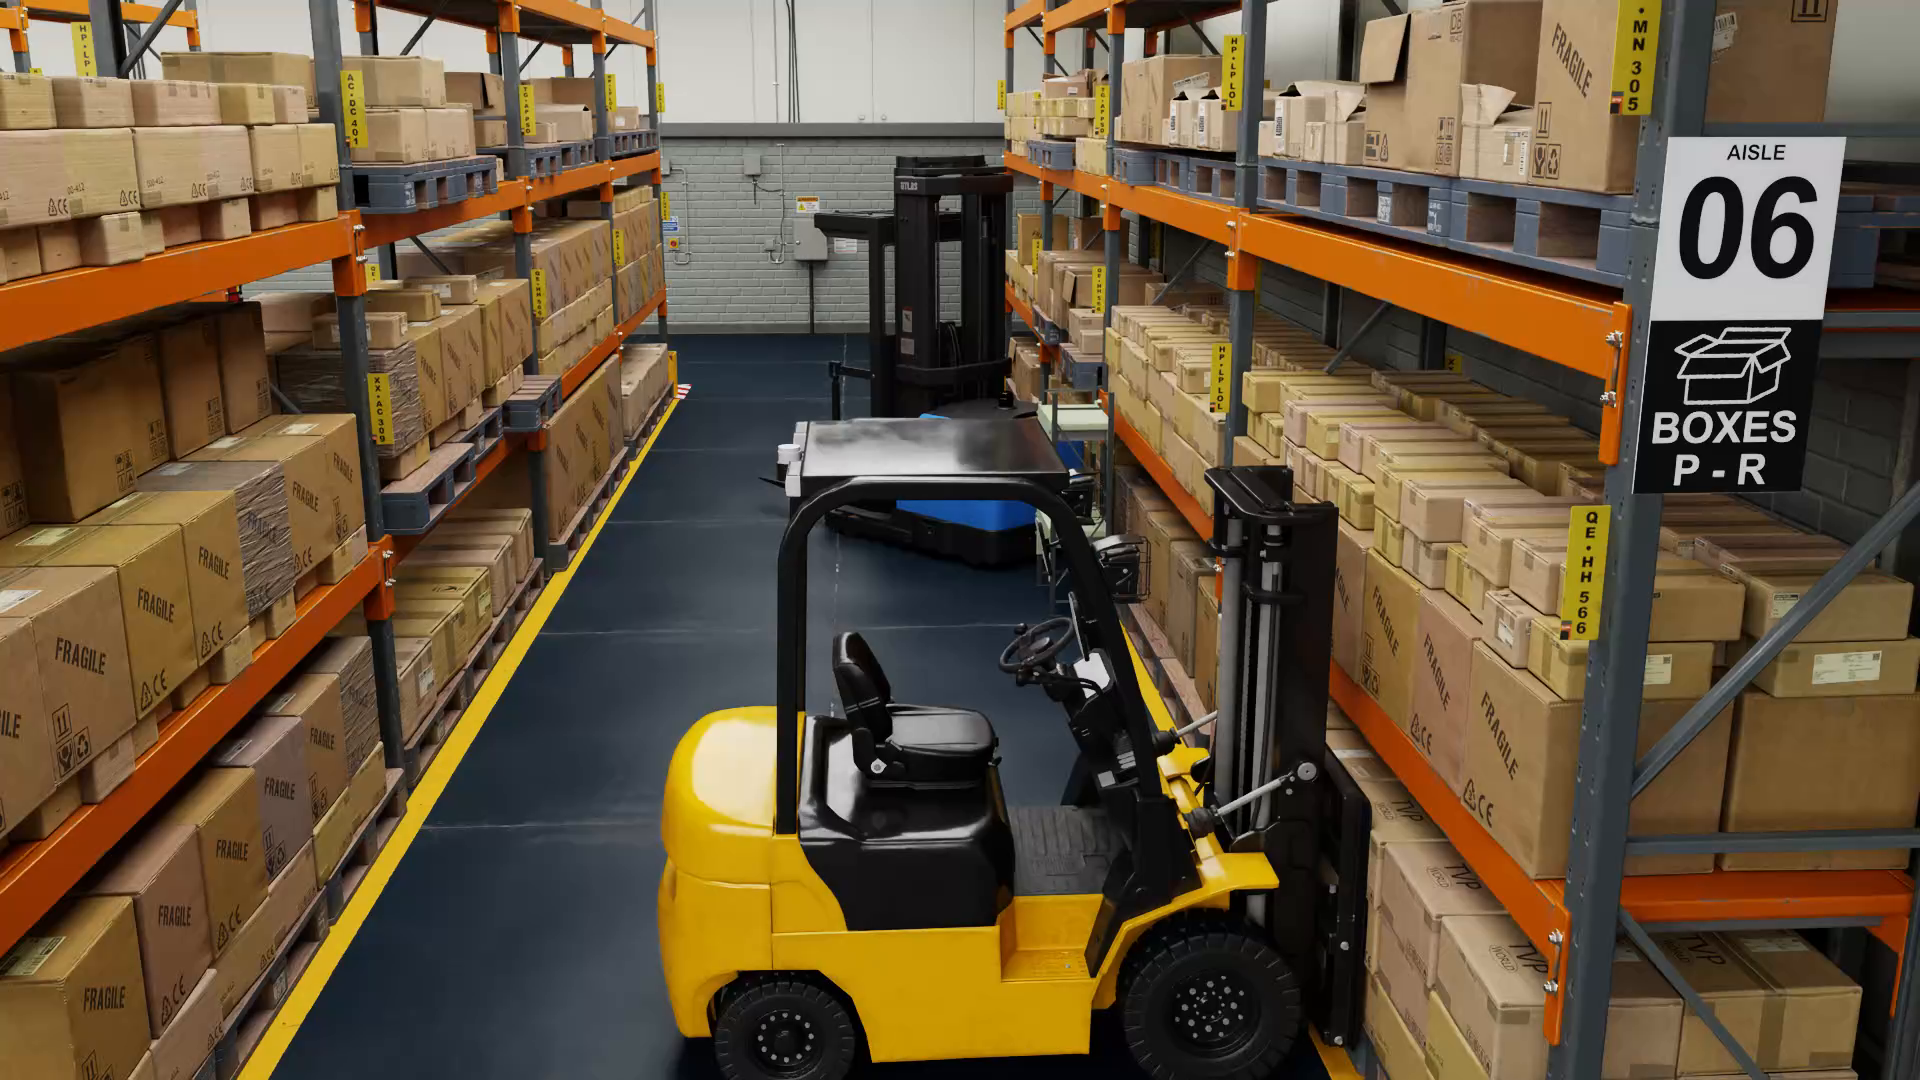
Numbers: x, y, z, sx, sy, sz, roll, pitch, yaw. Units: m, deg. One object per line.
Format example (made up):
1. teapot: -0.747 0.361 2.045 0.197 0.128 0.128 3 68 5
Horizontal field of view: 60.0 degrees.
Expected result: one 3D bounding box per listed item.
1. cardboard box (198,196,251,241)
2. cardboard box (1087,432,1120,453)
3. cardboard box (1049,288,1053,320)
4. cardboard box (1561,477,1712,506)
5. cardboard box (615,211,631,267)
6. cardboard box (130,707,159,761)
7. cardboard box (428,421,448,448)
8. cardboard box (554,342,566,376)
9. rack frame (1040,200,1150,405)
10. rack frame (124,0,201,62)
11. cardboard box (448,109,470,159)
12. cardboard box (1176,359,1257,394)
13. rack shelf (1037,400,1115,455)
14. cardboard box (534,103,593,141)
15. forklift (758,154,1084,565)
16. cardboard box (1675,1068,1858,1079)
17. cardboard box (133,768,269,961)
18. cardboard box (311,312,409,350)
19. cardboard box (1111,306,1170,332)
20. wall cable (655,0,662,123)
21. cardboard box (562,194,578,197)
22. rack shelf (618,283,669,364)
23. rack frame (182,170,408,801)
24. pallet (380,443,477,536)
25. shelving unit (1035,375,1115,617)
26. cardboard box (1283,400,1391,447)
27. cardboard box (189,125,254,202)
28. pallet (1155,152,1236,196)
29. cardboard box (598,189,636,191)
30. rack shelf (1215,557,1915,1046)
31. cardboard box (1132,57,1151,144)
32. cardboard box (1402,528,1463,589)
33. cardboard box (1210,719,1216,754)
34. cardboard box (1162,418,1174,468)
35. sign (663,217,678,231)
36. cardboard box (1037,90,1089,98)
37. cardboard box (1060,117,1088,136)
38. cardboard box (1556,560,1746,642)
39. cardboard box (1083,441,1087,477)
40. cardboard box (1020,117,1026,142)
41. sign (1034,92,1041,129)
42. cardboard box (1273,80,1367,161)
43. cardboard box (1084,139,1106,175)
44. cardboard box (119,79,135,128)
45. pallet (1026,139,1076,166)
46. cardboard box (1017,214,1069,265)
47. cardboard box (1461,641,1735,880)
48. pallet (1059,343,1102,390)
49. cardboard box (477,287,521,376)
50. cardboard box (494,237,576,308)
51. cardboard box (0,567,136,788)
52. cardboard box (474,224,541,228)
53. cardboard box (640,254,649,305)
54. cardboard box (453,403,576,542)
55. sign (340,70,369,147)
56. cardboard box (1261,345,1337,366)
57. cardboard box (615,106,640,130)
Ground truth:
1. cardboard box: -2.816 -1.169 6.035 0.380 0.149 0.250 0 14 -2
2. cardboard box: 1.185 -0.734 12.730 0.380 0.149 0.250 -2 15 -6
3. cardboard box: 0.972 -2.022 14.292 0.396 0.266 0.258 0 14 -1
4. cardboard box: 2.150 -0.102 5.304 0.380 0.149 0.250 0 14 -2
5. cardboard box: -3.498 -2.938 16.219 0.500 0.500 0.500 -1 14 -4
6. cardboard box: -2.741 0.603 5.166 0.380 0.149 0.250 -1 14 -2
7. cardboard box: -2.983 -0.588 8.954 0.380 0.149 0.250 -1 14 -3
8. cardboard box: -3.266 -1.343 12.528 0.500 0.250 0.500 -1 14 -5
9. rack frame: 1.269 -2.235 15.694 1.000 3.000 0.127 -1 14 -3
10. rack frame: -8.867 -5.956 18.117 1.000 3.000 0.127 -1 14 -3
11. cardboard box: -2.911 -2.154 8.817 0.500 0.250 0.500 -1 14 -4
12. cardboard box: 1.376 -0.879 8.919 0.380 0.149 0.250 -1 14 -5
13. rack shelf: 0.767 -0.689 11.128 0.431 0.370 0.720 -1 14 -4
14. cardboard box: -3.421 -3.555 14.138 0.500 0.311 0.500 -1 14 -3
15. forklift: -0.435 -1.531 13.095 1.130 2.935 3.031 -14 20 -42
16. cardboard box: 2.190 1.515 4.790 0.500 0.250 0.500 -1 14 -2
17. cardboard box: -2.778 1.126 5.800 0.500 0.500 0.500 -1 14 -2
18. cardboard box: -2.866 -1.000 7.953 0.380 0.149 0.250 -1 14 -4
19. cardboard box: 1.242 -1.519 11.408 0.380 0.149 0.250 0 14 -2
20. wall cable: -4.567 -7.468 23.993 0.463 3.000 0.029 -1 14 -3
21. cardboard box: -4.038 -3.395 16.693 0.380 0.149 0.250 -1 14 -5
22. rack shelf: -3.809 -2.307 17.415 1.077 0.370 4.000 -1 14 -3
23. rack frame: -3.190 -0.168 7.660 1.000 3.000 0.127 -1 14 -3
24. pallet: -3.092 -0.267 8.431 1.003 0.211 1.213 -1 14 -3
25. shelving unit: 0.767 -0.311 11.225 0.431 1.500 0.755 -1 14 -4
26. cardboard box: 1.532 -0.476 6.756 0.380 0.149 0.250 -1 14 -2
27. cardboard box: -2.844 -1.334 5.875 0.500 0.250 0.500 -1 14 -4
28. pallet: 1.720 -2.156 9.746 1.003 0.211 1.213 0 14 -1
29. cardboard box: -3.651 -3.658 17.715 0.380 0.149 0.250 -1 14 -4
30. rack shelf: 1.888 0.600 6.118 1.077 0.370 4.000 -1 14 -3
31. cardboard box: 1.449 -2.685 10.180 0.700 0.500 0.500 -1 14 -5
32. cardboard box: 1.643 0.049 5.315 0.380 0.149 0.250 -1 14 -5
33. cardboard box: 1.464 1.008 7.764 0.500 0.250 0.500 -1 14 -3
34. cardboard box: 1.435 -0.543 9.419 0.500 0.250 0.500 -1 14 -3
35. sign: -4.358 -4.700 24.730 0.327 0.218 0.001 -1 14 -3
36. cardboard box: 0.997 -4.123 15.713 0.500 0.250 0.500 -1 14 -3
37. cardboard box: 1.011 -3.356 13.490 0.380 0.149 0.250 -1 14 -2
38. cardboard box: 1.780 0.157 4.298 0.380 0.149 0.250 -1 14 -3
39. cardboard box: 1.220 -0.590 13.473 0.500 0.500 0.500 0 14 -1
40. cardboard box: 0.902 -4.258 17.239 0.500 0.250 0.500 -1 14 -4
41. sign: 0.728 -3.928 15.216 0.100 0.325 0.005 -1 14 -3
42. cardboard box: 1.573 -1.696 6.715 0.500 0.311 0.500 -1 14 -2
43. cardboard box: 1.210 -2.869 12.440 0.500 0.250 0.500 -1 14 -3
44. cardboard box: -2.823 -1.361 5.180 0.380 0.149 0.250 -1 14 -2
45. pallet: 1.239 -3.434 14.709 1.213 0.211 1.003 -1 14 -3
46. cardboard box: 0.873 -3.175 17.544 0.500 0.500 0.500 -1 14 -2
47. cardboard box: 1.720 0.582 4.542 0.500 0.500 0.500 -1 14 -5
48. pallet: 1.404 -1.315 12.502 1.213 0.211 1.003 -1 14 -3
49. cardboard box: -3.089 -1.322 10.502 0.500 0.500 0.500 -1 14 -4
50. cardboard box: -3.281 -2.074 12.860 0.500 0.500 0.500 0 14 -2
51. cardboard box: -2.730 0.383 4.719 0.500 0.500 0.500 0 14 -2
52. cardboard box: -3.886 -2.450 14.323 0.500 0.500 0.500 -1 14 -4
53. cardboard box: -3.536 -2.704 17.315 0.500 0.500 0.500 0 14 -2
54. cardboard box: -3.397 -0.510 12.411 0.875 0.875 0.875 -1 14 -4
55. sign: -2.649 -1.881 7.261 0.100 0.325 0.005 -1 14 -3
56. cardboard box: 1.930 -1.017 9.456 0.380 0.149 0.250 -1 14 -4
57. cardboard box: -3.815 -4.674 18.409 0.500 0.250 0.500 -2 15 -9
